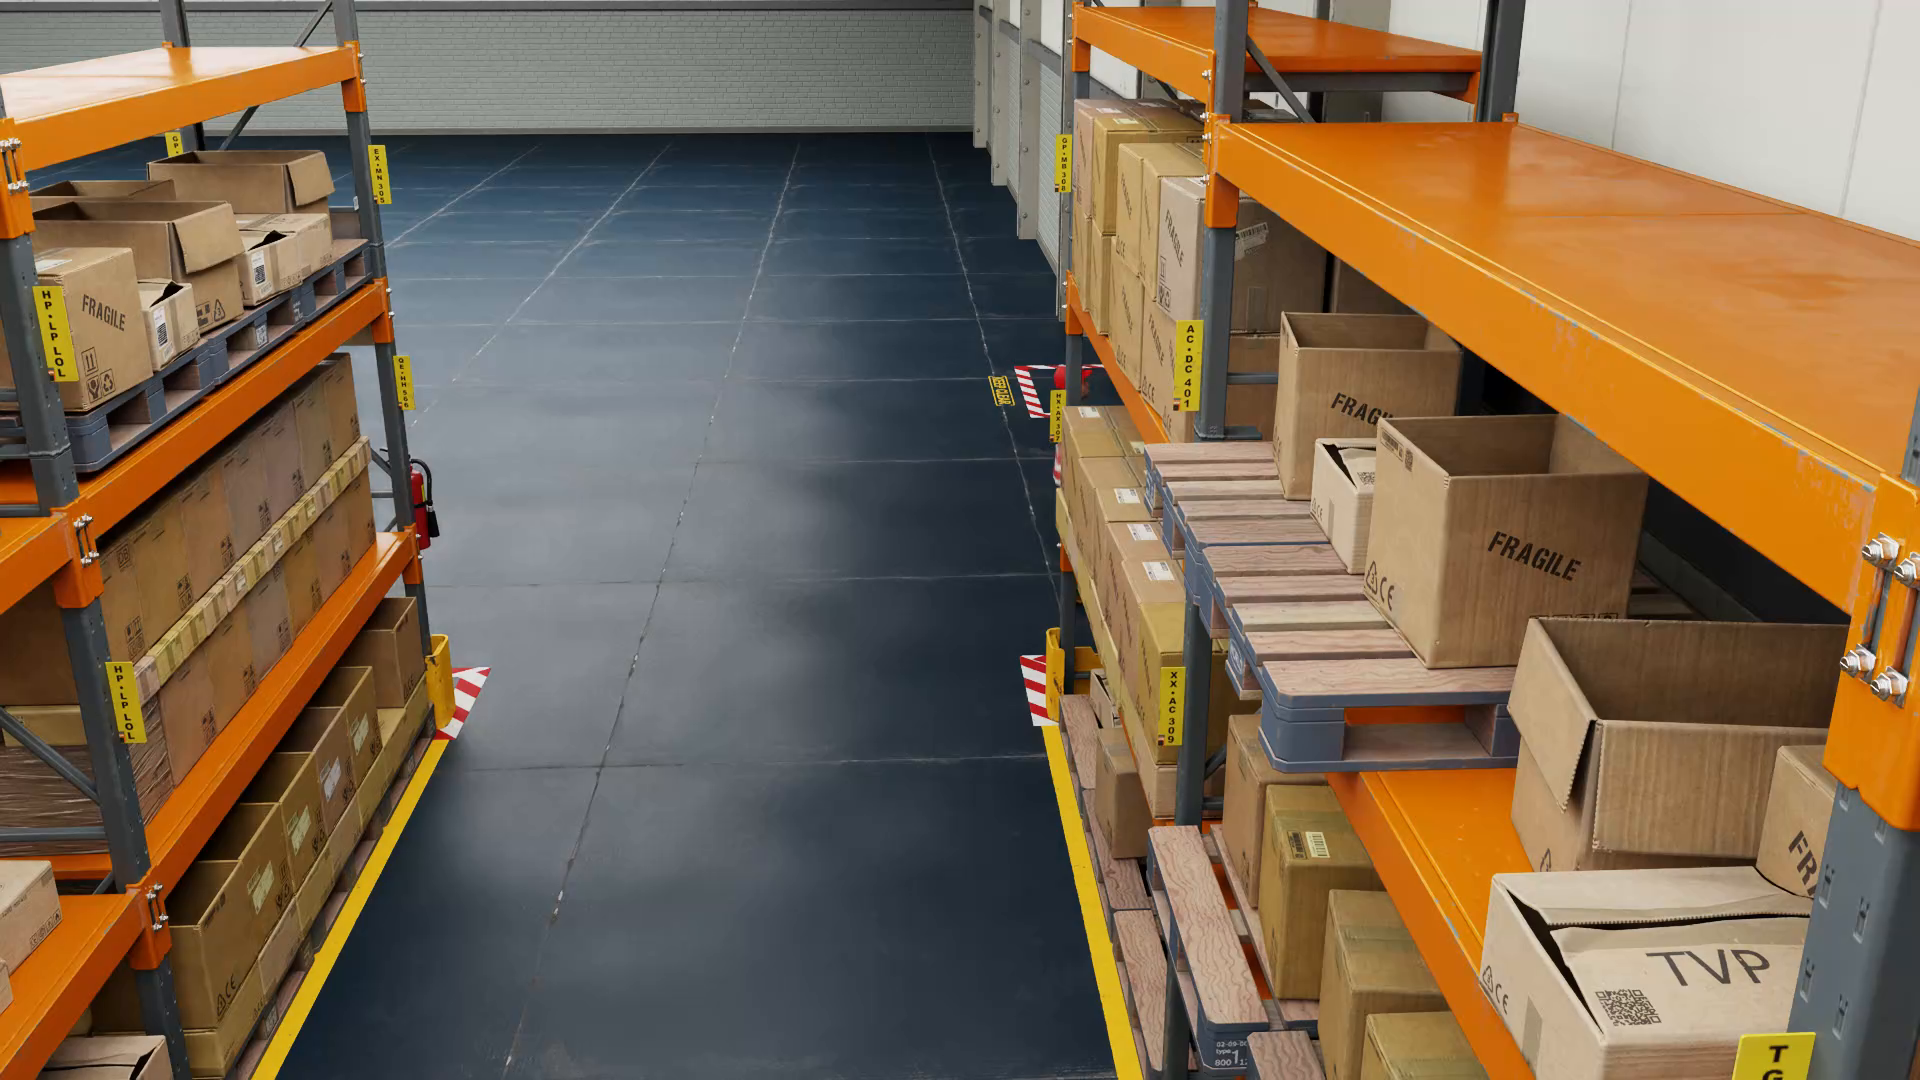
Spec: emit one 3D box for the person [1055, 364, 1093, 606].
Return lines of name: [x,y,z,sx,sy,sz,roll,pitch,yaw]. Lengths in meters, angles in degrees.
person: [0.953,-0.416,12.168,0.556,1.792,0.506,2,20,5]
